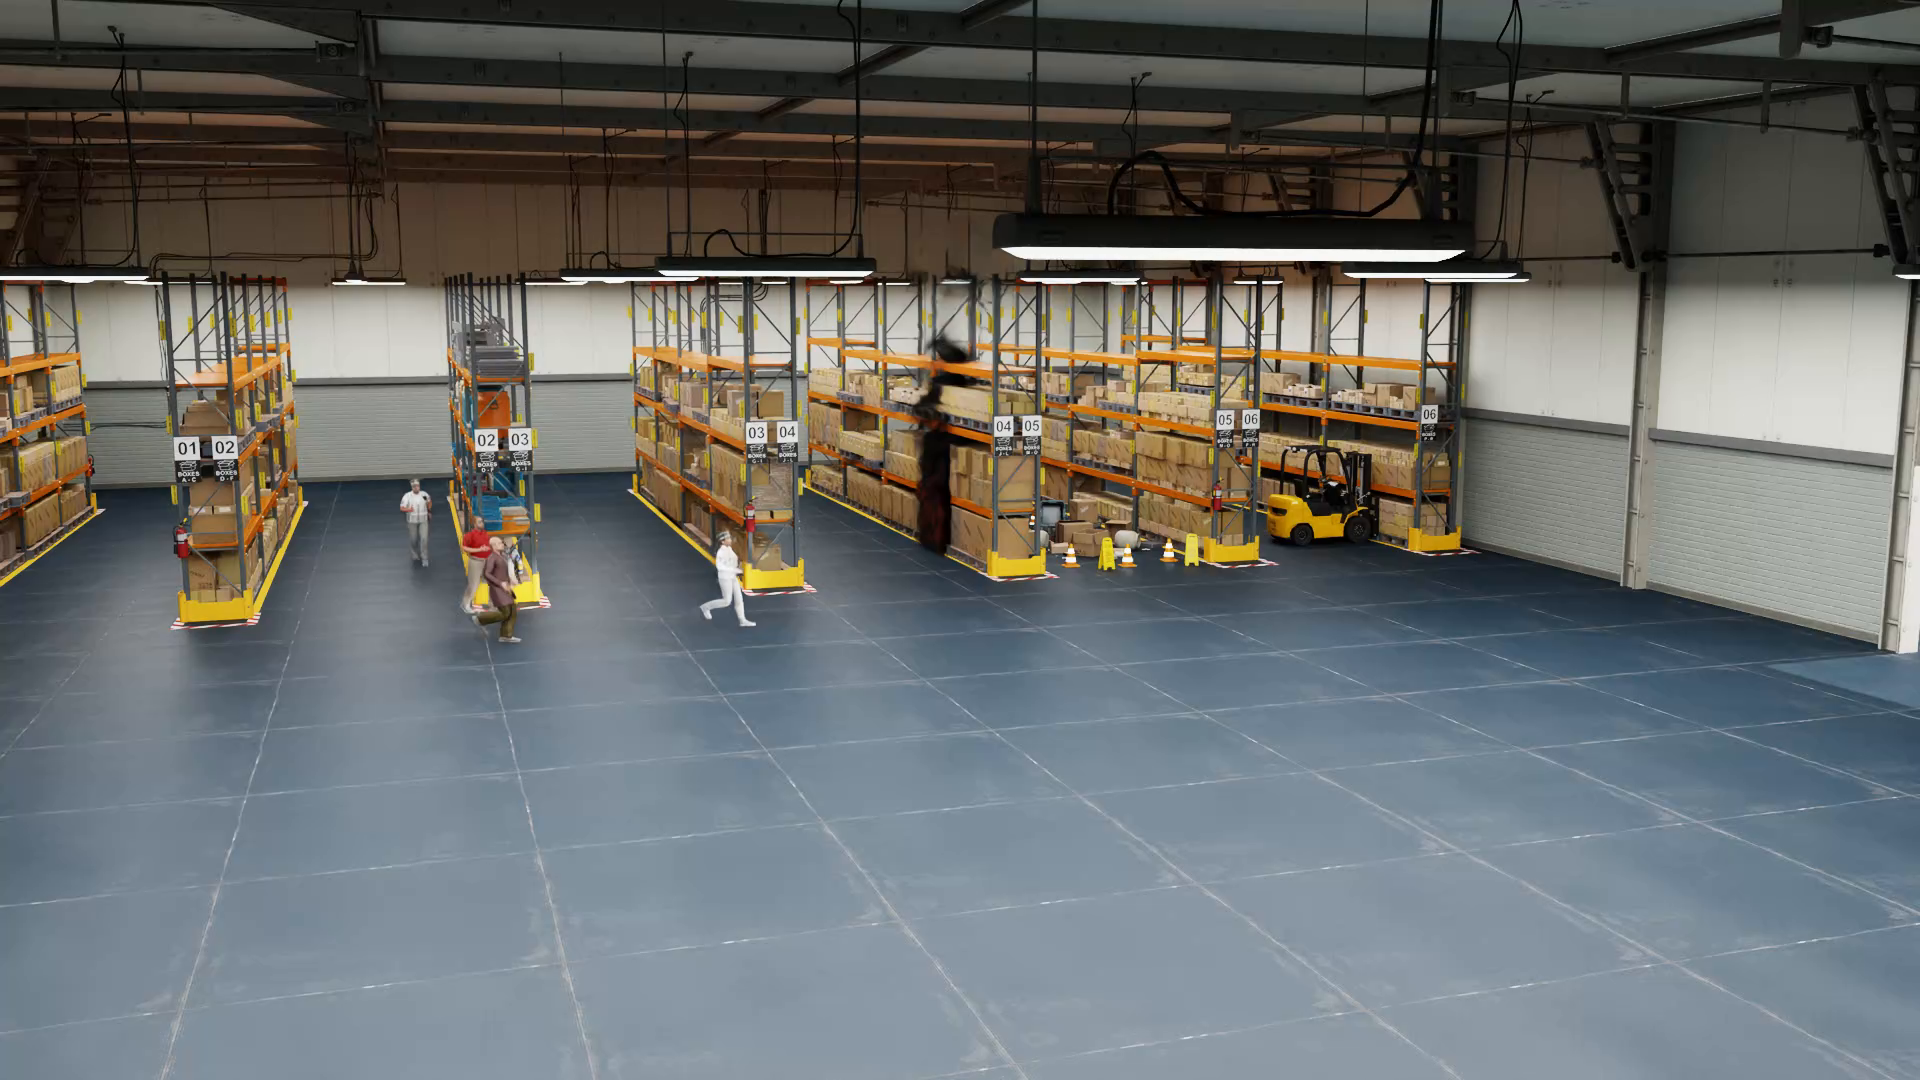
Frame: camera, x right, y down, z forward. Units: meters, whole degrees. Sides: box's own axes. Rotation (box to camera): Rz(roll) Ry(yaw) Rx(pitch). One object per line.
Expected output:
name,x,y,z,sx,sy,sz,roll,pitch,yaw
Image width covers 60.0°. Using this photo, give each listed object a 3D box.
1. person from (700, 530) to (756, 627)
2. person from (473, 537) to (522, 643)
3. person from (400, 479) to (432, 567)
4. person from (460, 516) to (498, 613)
person,-3.930,0.654,28.225,0.949,1.650,0.630,2,9,12
person,-7.522,0.814,26.998,0.756,1.743,0.711,0,9,1
person,-11.299,-0.387,34.634,0.659,1.786,0.967,-4,9,-24
person,-8.435,0.474,29.206,0.803,1.770,0.661,6,10,33
